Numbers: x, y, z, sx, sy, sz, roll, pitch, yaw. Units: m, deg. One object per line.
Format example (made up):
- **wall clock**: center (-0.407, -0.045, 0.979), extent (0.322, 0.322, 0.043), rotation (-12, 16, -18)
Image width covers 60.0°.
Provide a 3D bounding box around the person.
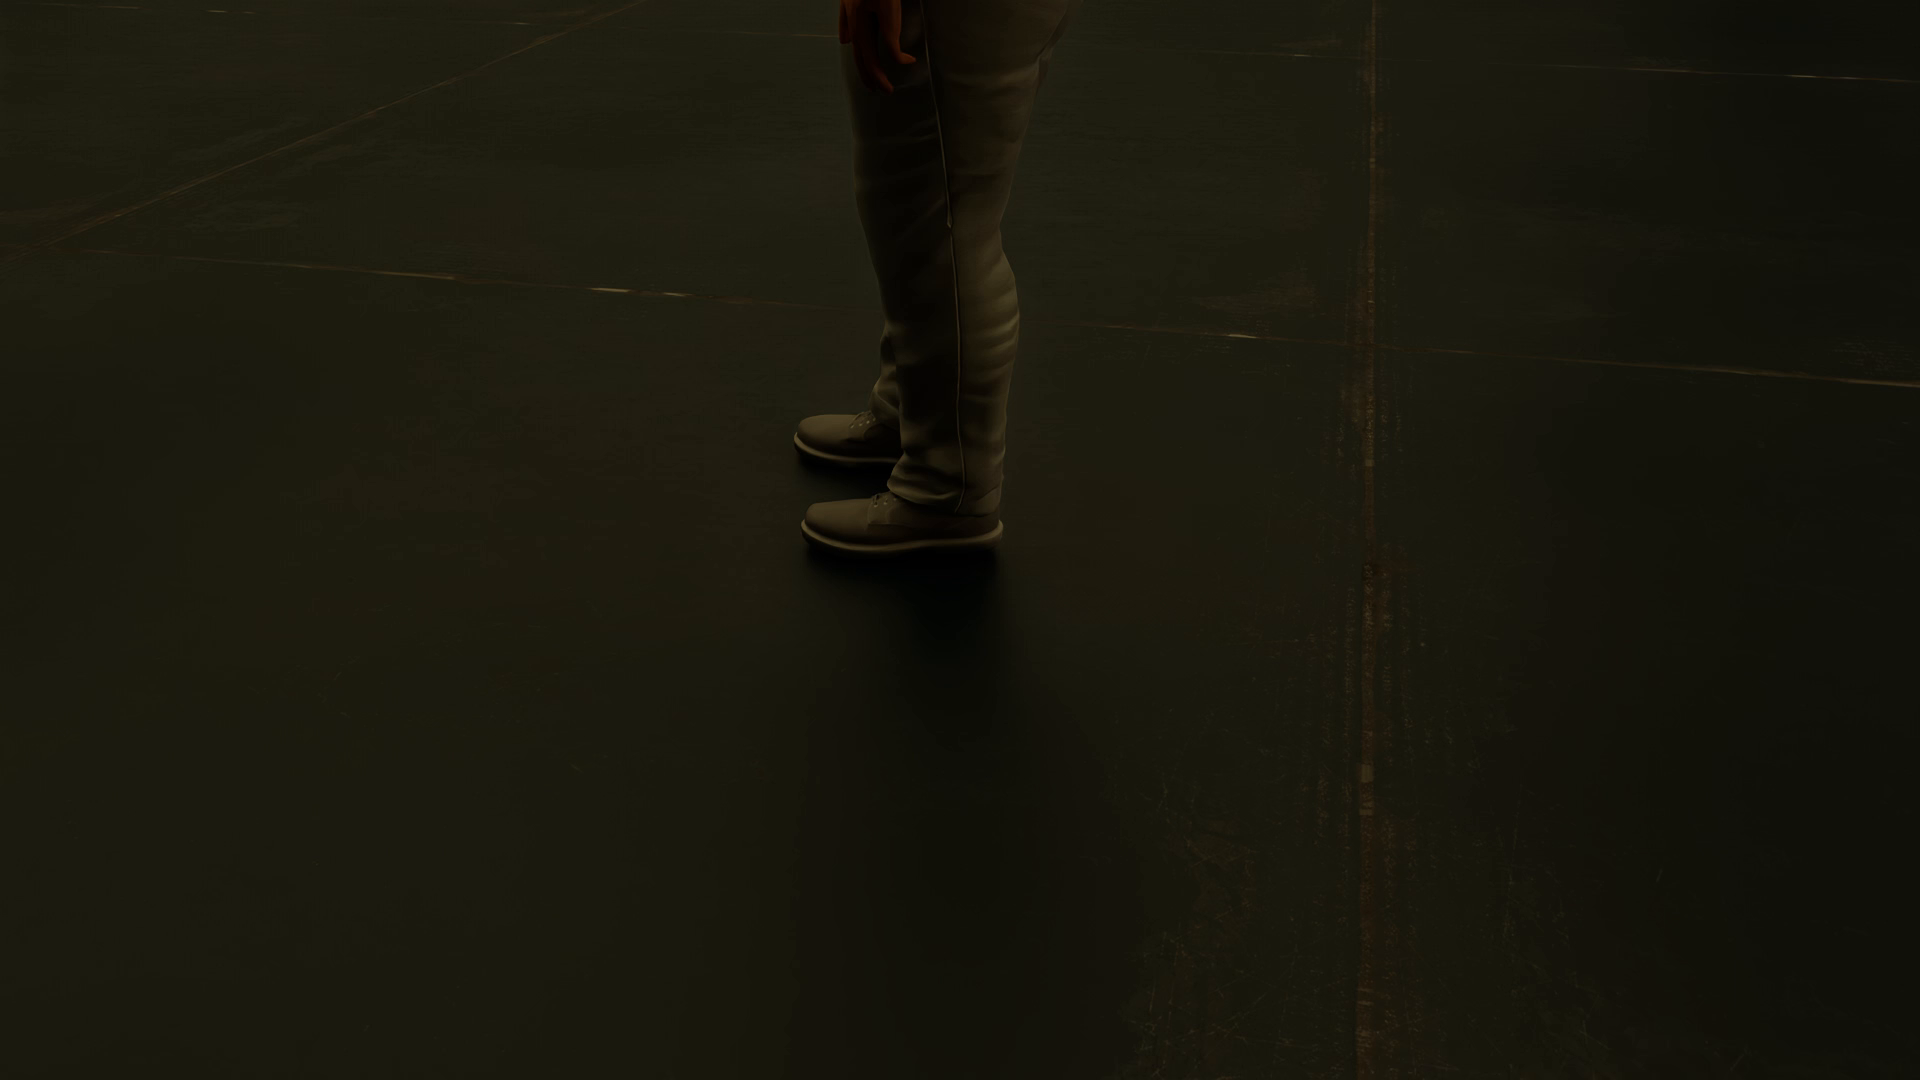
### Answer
- **person**: center (-0.070, -0.769, 2.156), extent (0.529, 1.670, 0.598), rotation (6, 27, 11)
